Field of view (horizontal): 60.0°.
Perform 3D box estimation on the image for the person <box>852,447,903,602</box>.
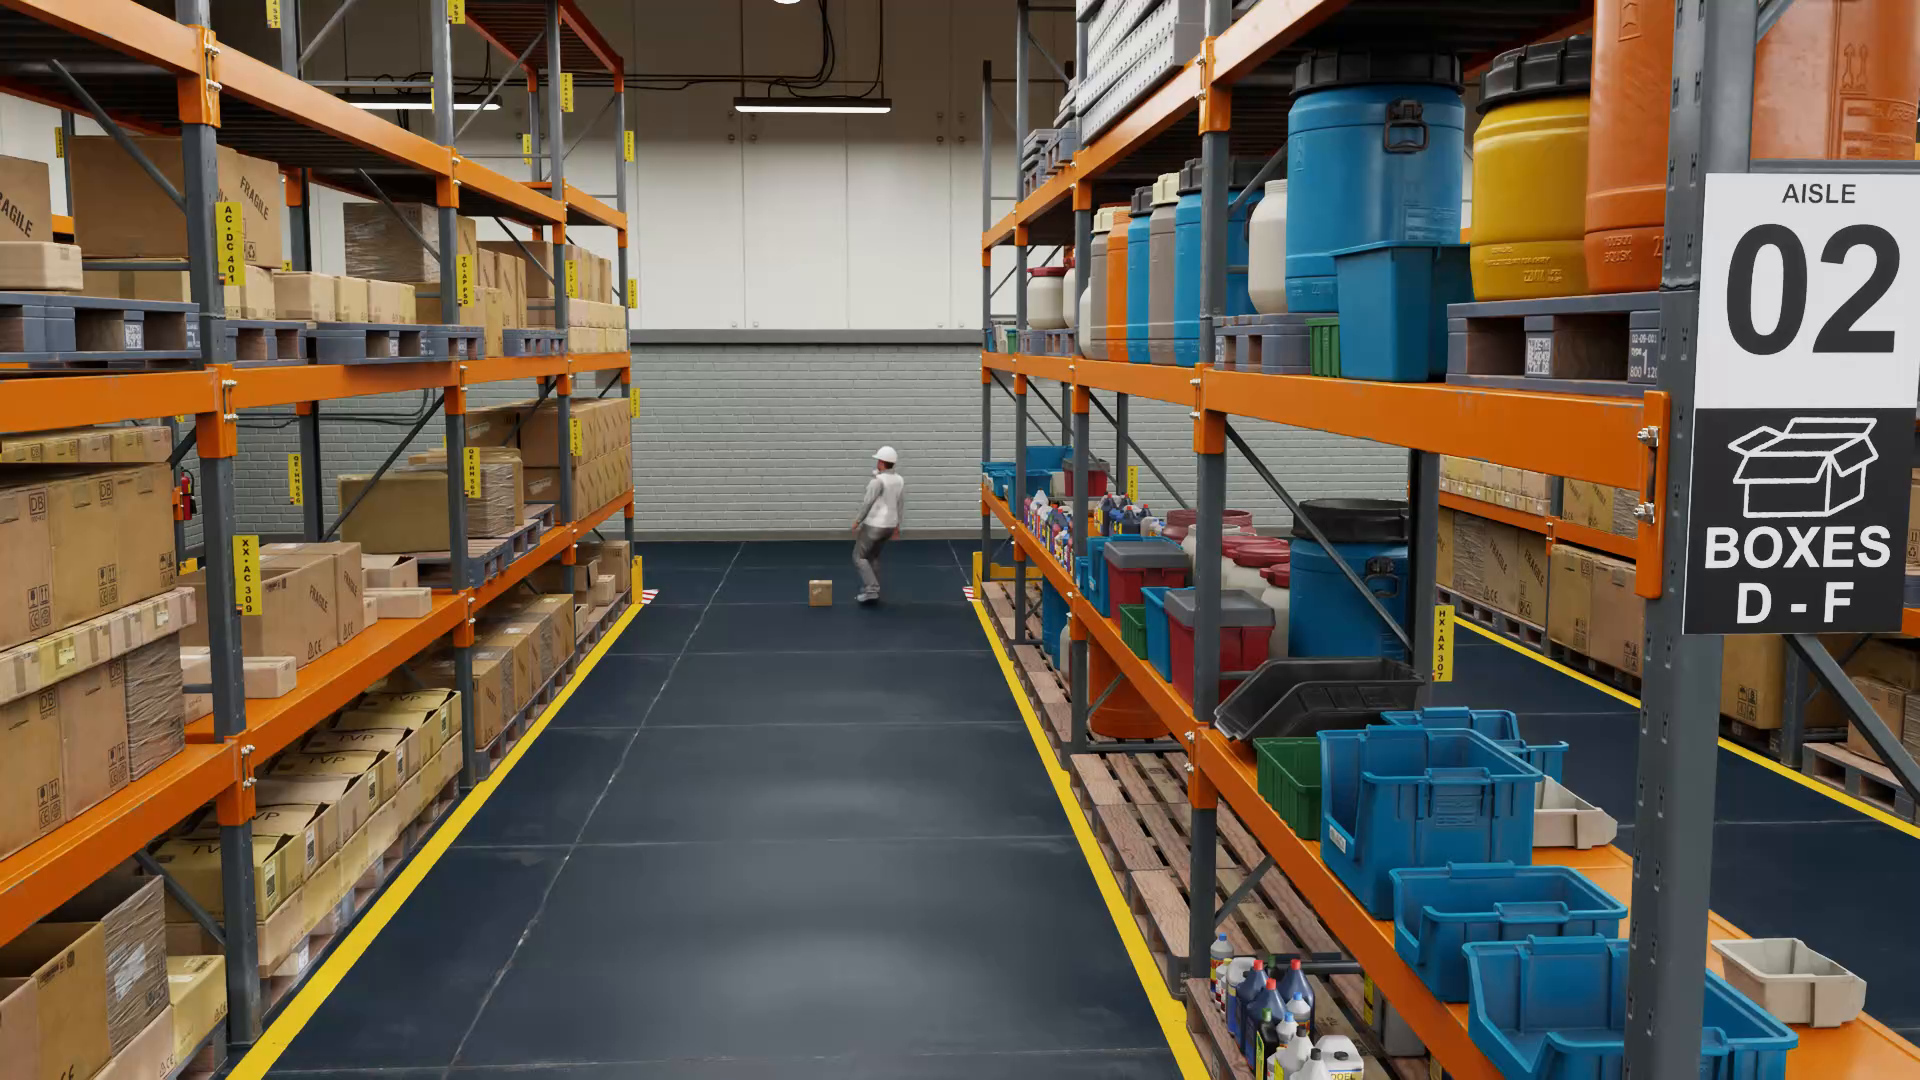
[{"bbox_3d":[-0.996,-0.142,18.565,0.650,1.813,0.588,5,8,34],"label":"person"}]
